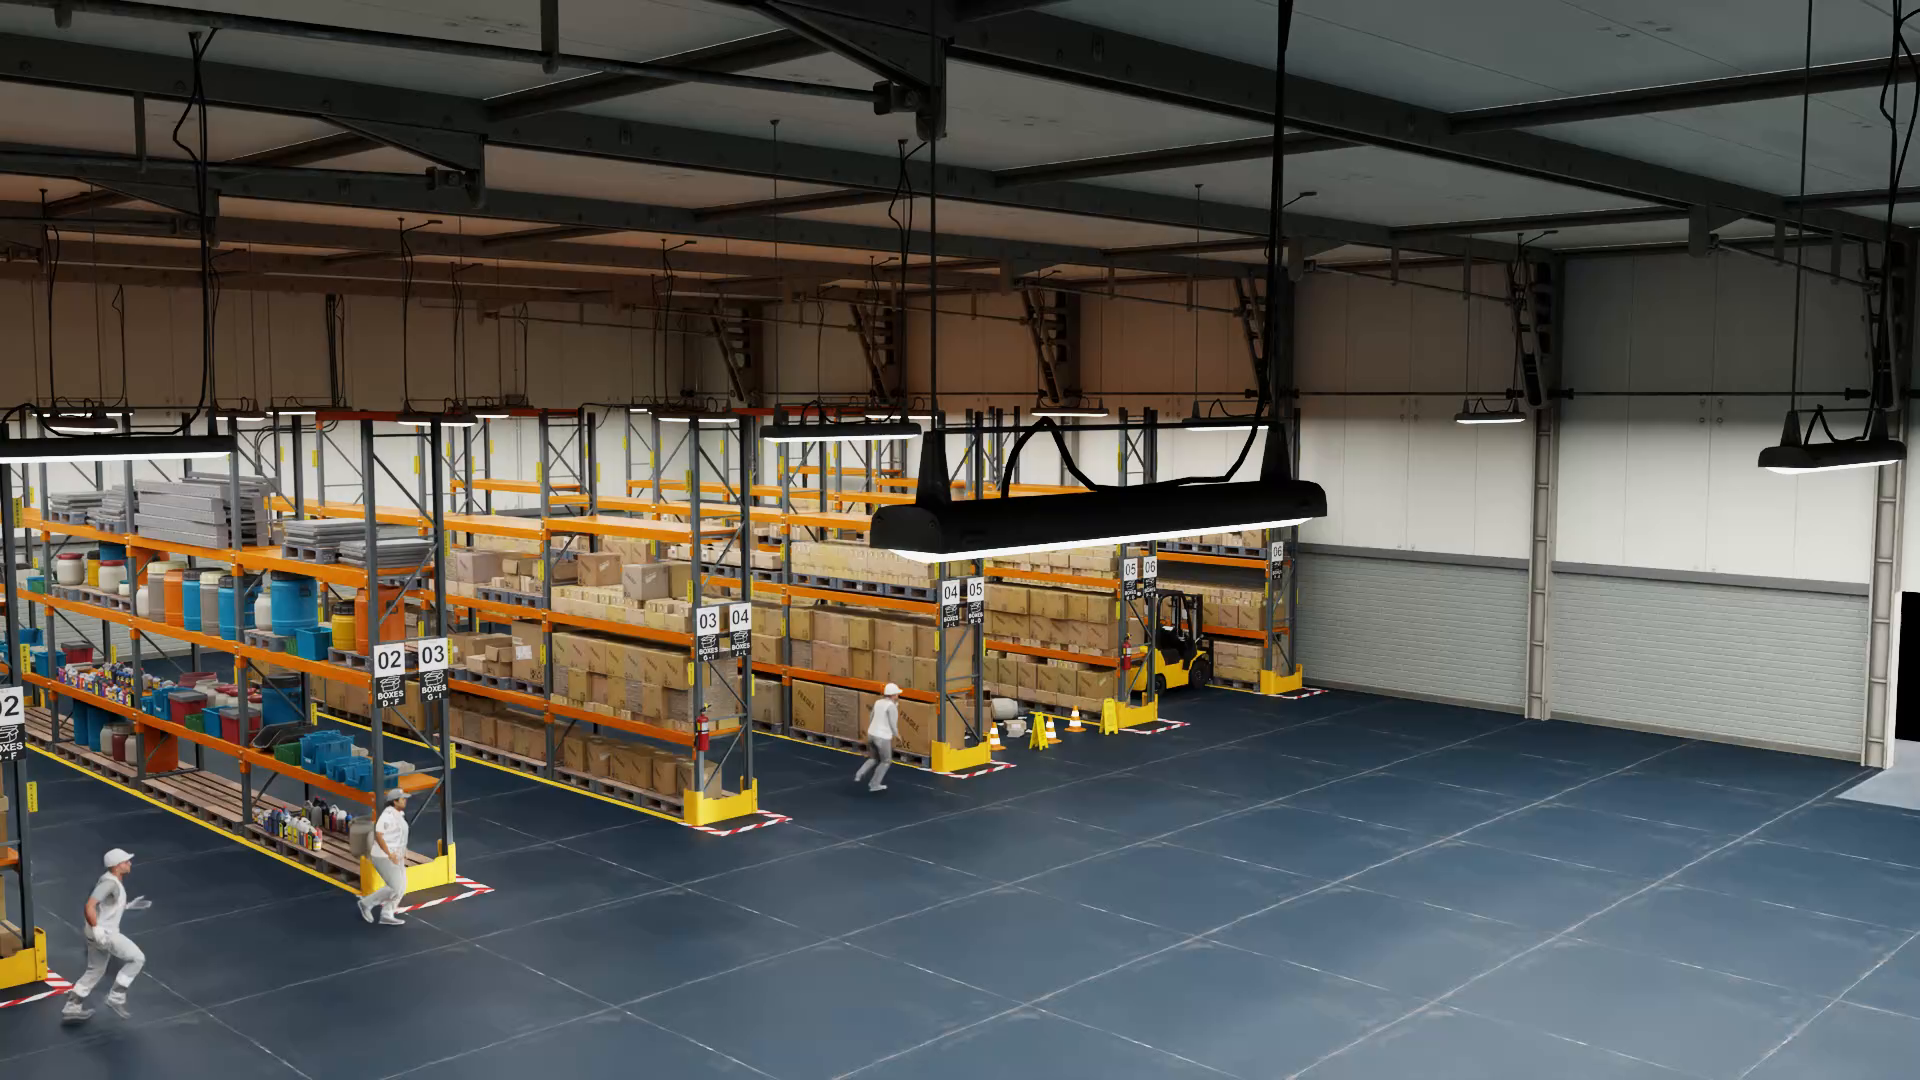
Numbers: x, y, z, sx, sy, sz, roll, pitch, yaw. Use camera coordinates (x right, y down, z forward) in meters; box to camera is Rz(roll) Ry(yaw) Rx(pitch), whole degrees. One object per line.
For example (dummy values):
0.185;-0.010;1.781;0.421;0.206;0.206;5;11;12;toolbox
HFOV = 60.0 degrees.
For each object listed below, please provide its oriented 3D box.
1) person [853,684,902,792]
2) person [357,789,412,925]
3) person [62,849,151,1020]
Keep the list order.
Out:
-1.289;3.142;26.451;0.778;1.700;0.620;-4;6;-36;person
-6.856;3.779;19.881;0.582;1.611;0.613;0;5;0;person
-8.601;3.987;16.760;0.860;1.741;0.662;-3;6;-30;person
